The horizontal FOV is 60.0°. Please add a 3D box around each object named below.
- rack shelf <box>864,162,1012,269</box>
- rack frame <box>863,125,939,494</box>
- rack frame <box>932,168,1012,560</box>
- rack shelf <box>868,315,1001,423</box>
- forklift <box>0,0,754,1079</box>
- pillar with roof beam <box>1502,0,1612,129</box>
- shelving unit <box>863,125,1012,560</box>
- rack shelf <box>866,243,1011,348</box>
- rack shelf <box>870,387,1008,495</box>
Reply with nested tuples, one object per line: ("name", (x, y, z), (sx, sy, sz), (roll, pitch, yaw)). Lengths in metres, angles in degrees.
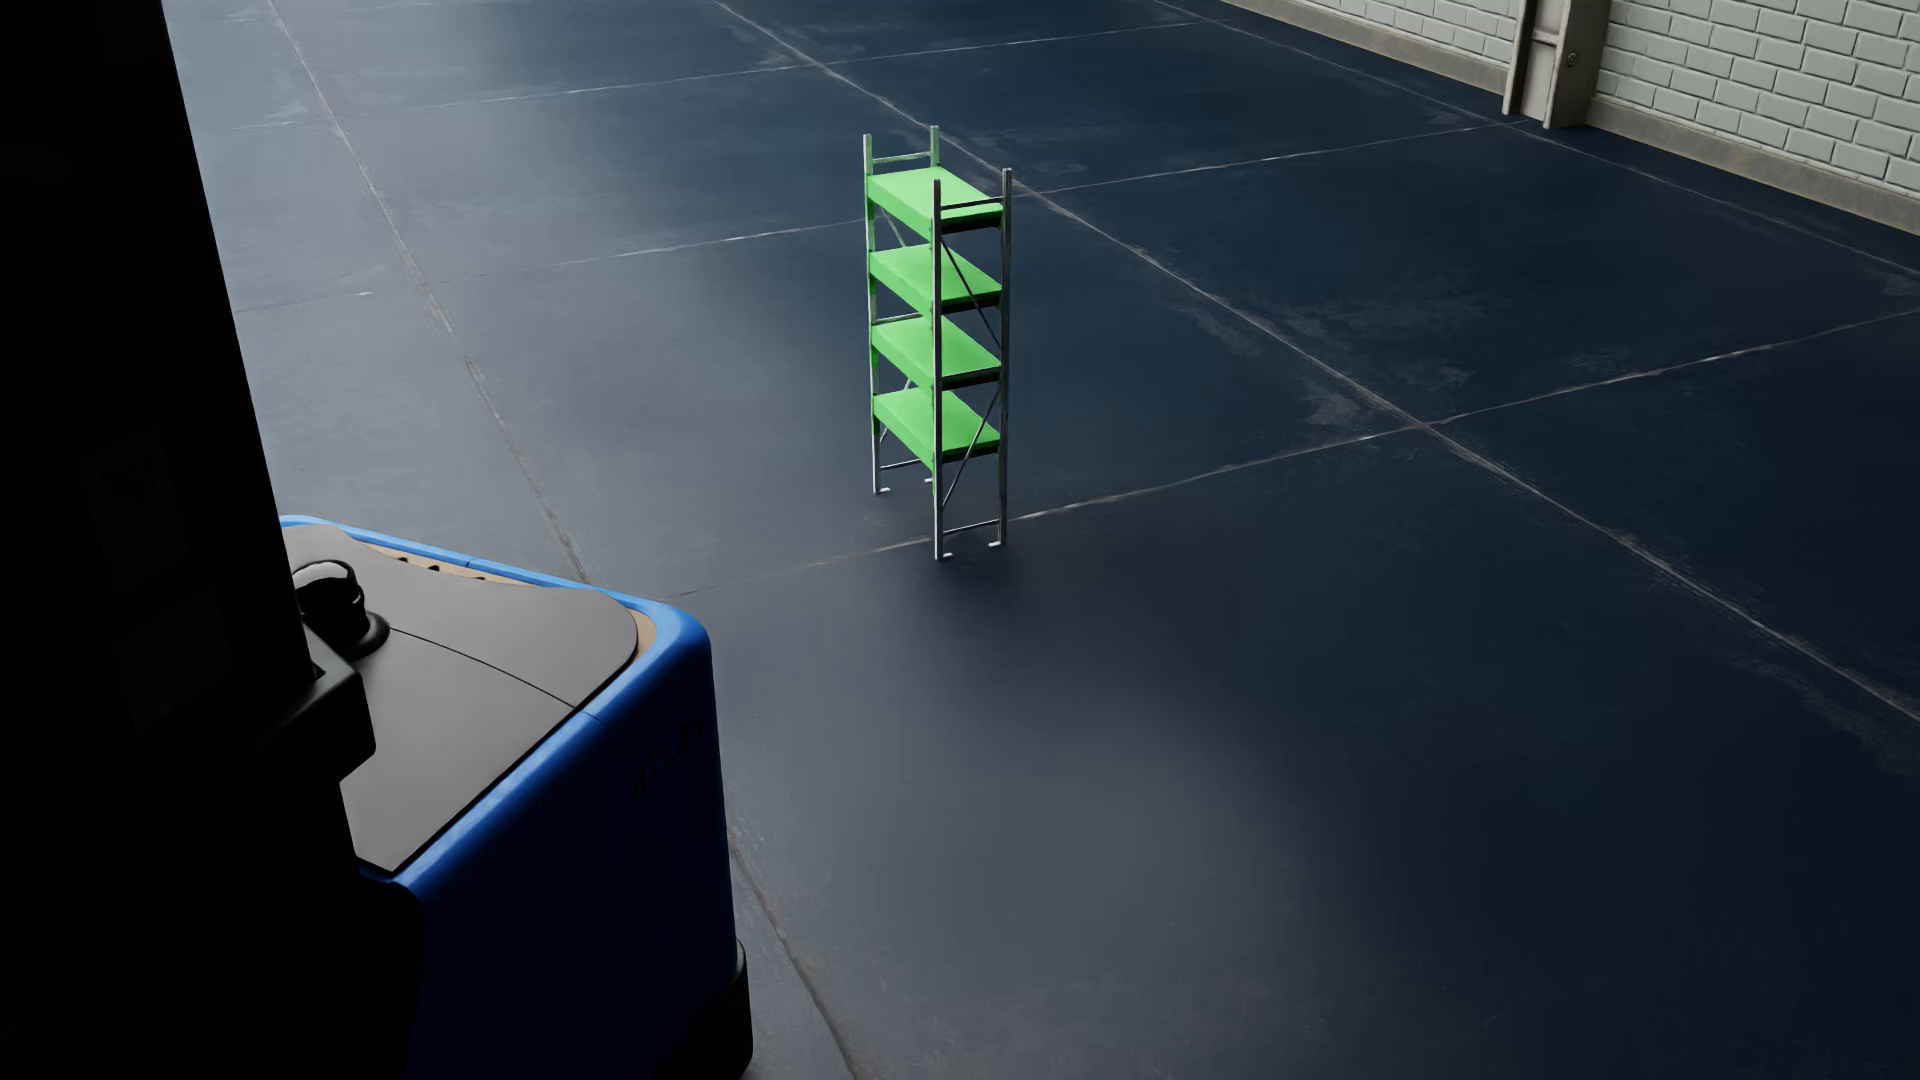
("rack shelf", (-0.071, -0.959, 4.883), (0.258, 0.148, 0.480), (-13, 32, -22))
("rack frame", (-0.176, -0.704, 5.279), (0.240, 1.200, 0.015), (-13, 32, -22))
("rack frame", (0.034, -0.489, 4.895), (0.240, 1.200, 0.015), (-13, 32, -22))
("rack shelf", (-0.071, -0.541, 5.118), (0.258, 0.148, 0.480), (-13, 32, -22))
("forklift", (-1.468, 0.346, 1.637), (1.130, 2.935, 3.031), (12, 32, 21))
("pillar with roof beam", (-0.511, -5.458, 5.784), (9.100, 9.000, 0.400), (-13, 32, -22))
("shelving unit", (-0.071, -0.596, 5.087), (0.258, 1.200, 0.503), (-13, 32, -22))
("rack shelf", (-0.071, -0.750, 5.001), (0.258, 0.148, 0.480), (-13, 32, -22))
("rack shelf", (-0.071, -0.331, 5.236), (0.258, 0.148, 0.480), (-13, 32, -22))
